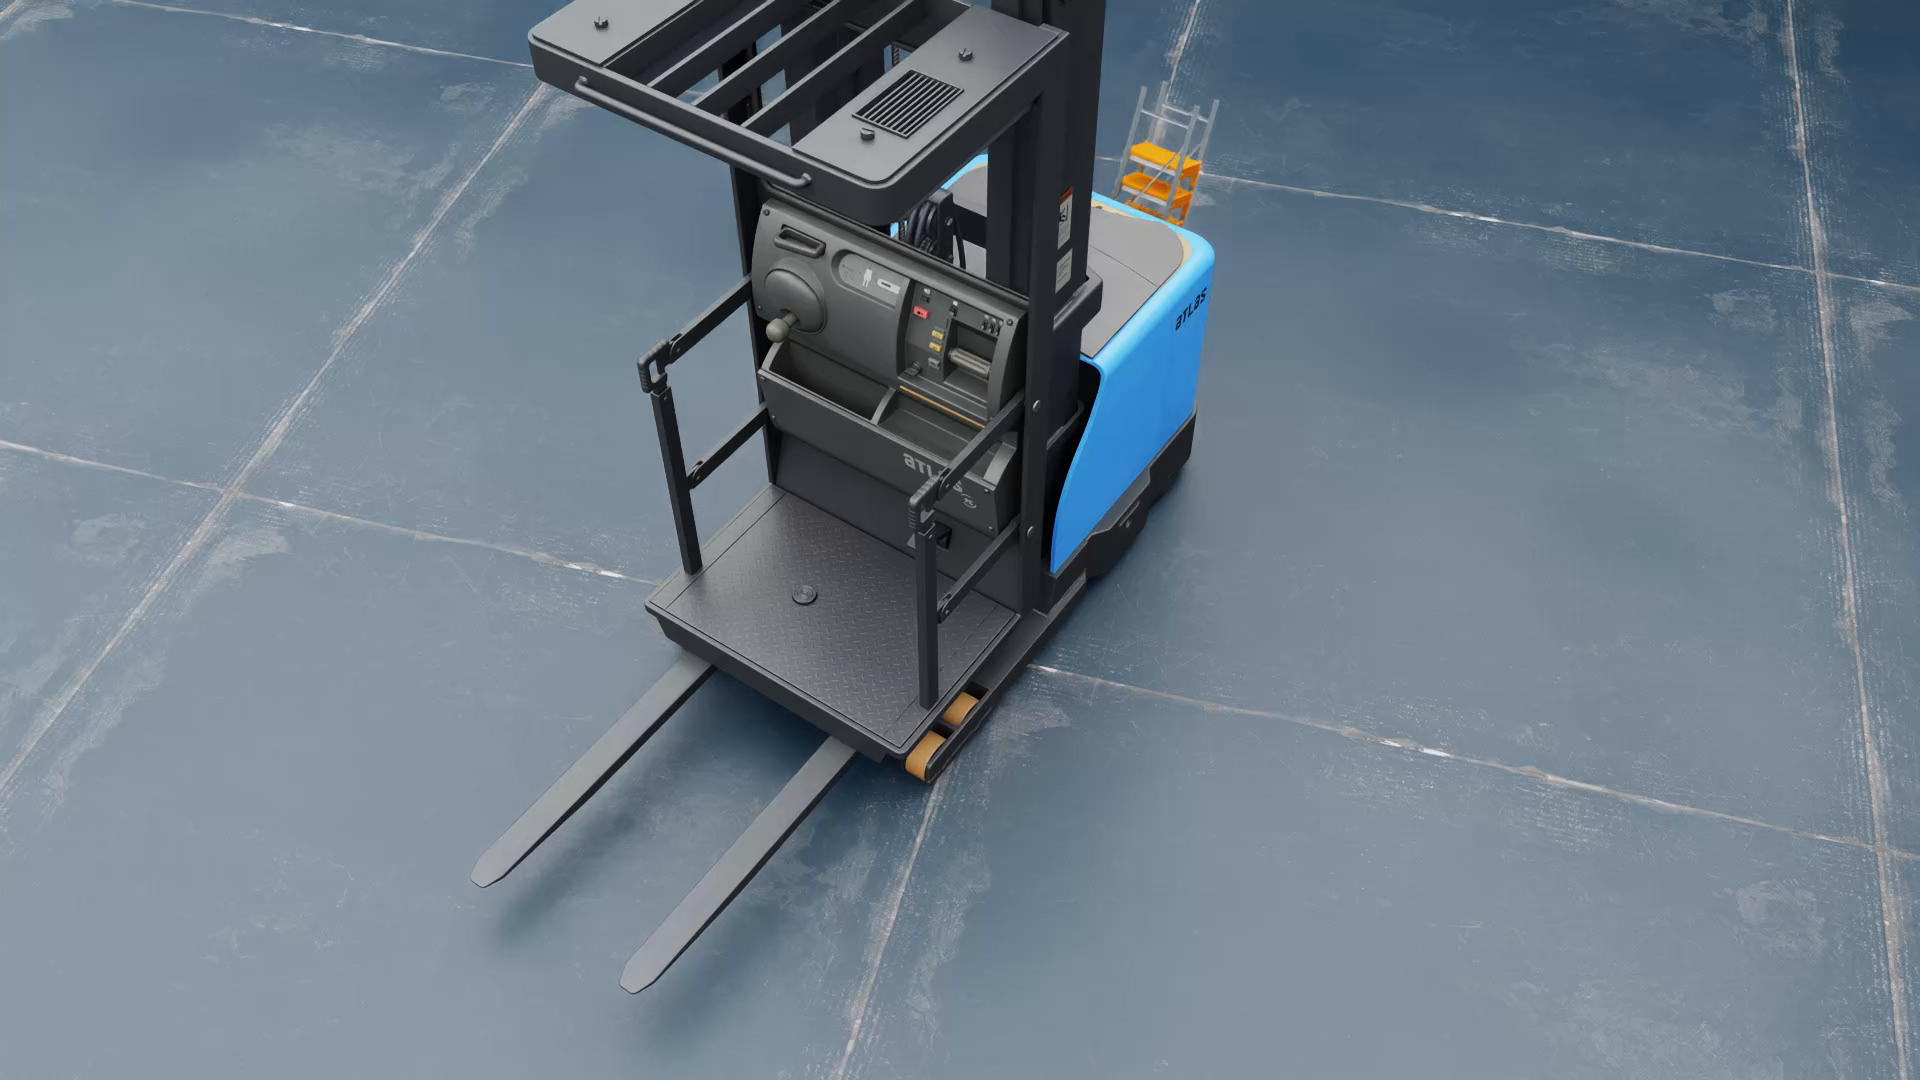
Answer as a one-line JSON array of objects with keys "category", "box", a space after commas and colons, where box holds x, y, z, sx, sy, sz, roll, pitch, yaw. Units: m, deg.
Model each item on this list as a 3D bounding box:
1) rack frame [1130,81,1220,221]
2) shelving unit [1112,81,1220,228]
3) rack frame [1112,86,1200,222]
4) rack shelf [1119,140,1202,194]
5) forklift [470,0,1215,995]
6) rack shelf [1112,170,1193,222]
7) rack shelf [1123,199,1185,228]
[{"category": "rack frame", "box": [0.743, -1.181, 6.550, 0.240, 1.200, 0.006, 27, 31, 22]}, {"category": "shelving unit", "box": [0.696, -1.151, 6.477, 0.258, 1.200, 0.189, 27, 31, 22]}, {"category": "rack frame", "box": [0.648, -1.122, 6.404, 0.240, 1.200, 0.006, 27, 31, 22]}, {"category": "rack shelf", "box": [0.763, -1.419, 6.325, 0.258, 0.103, 0.180, 27, 31, 22]}, {"category": "forklift", "box": [-0.355, -0.586, 4.812, 1.130, 2.935, 3.031, 27, 54, 22]}, {"category": "rack shelf", "box": [0.737, -1.317, 6.383, 0.258, 0.103, 0.180, 27, 31, 22]}, {"category": "rack shelf", "box": [0.712, -1.215, 6.440, 0.258, 0.103, 0.180, 27, 31, 22]}]
